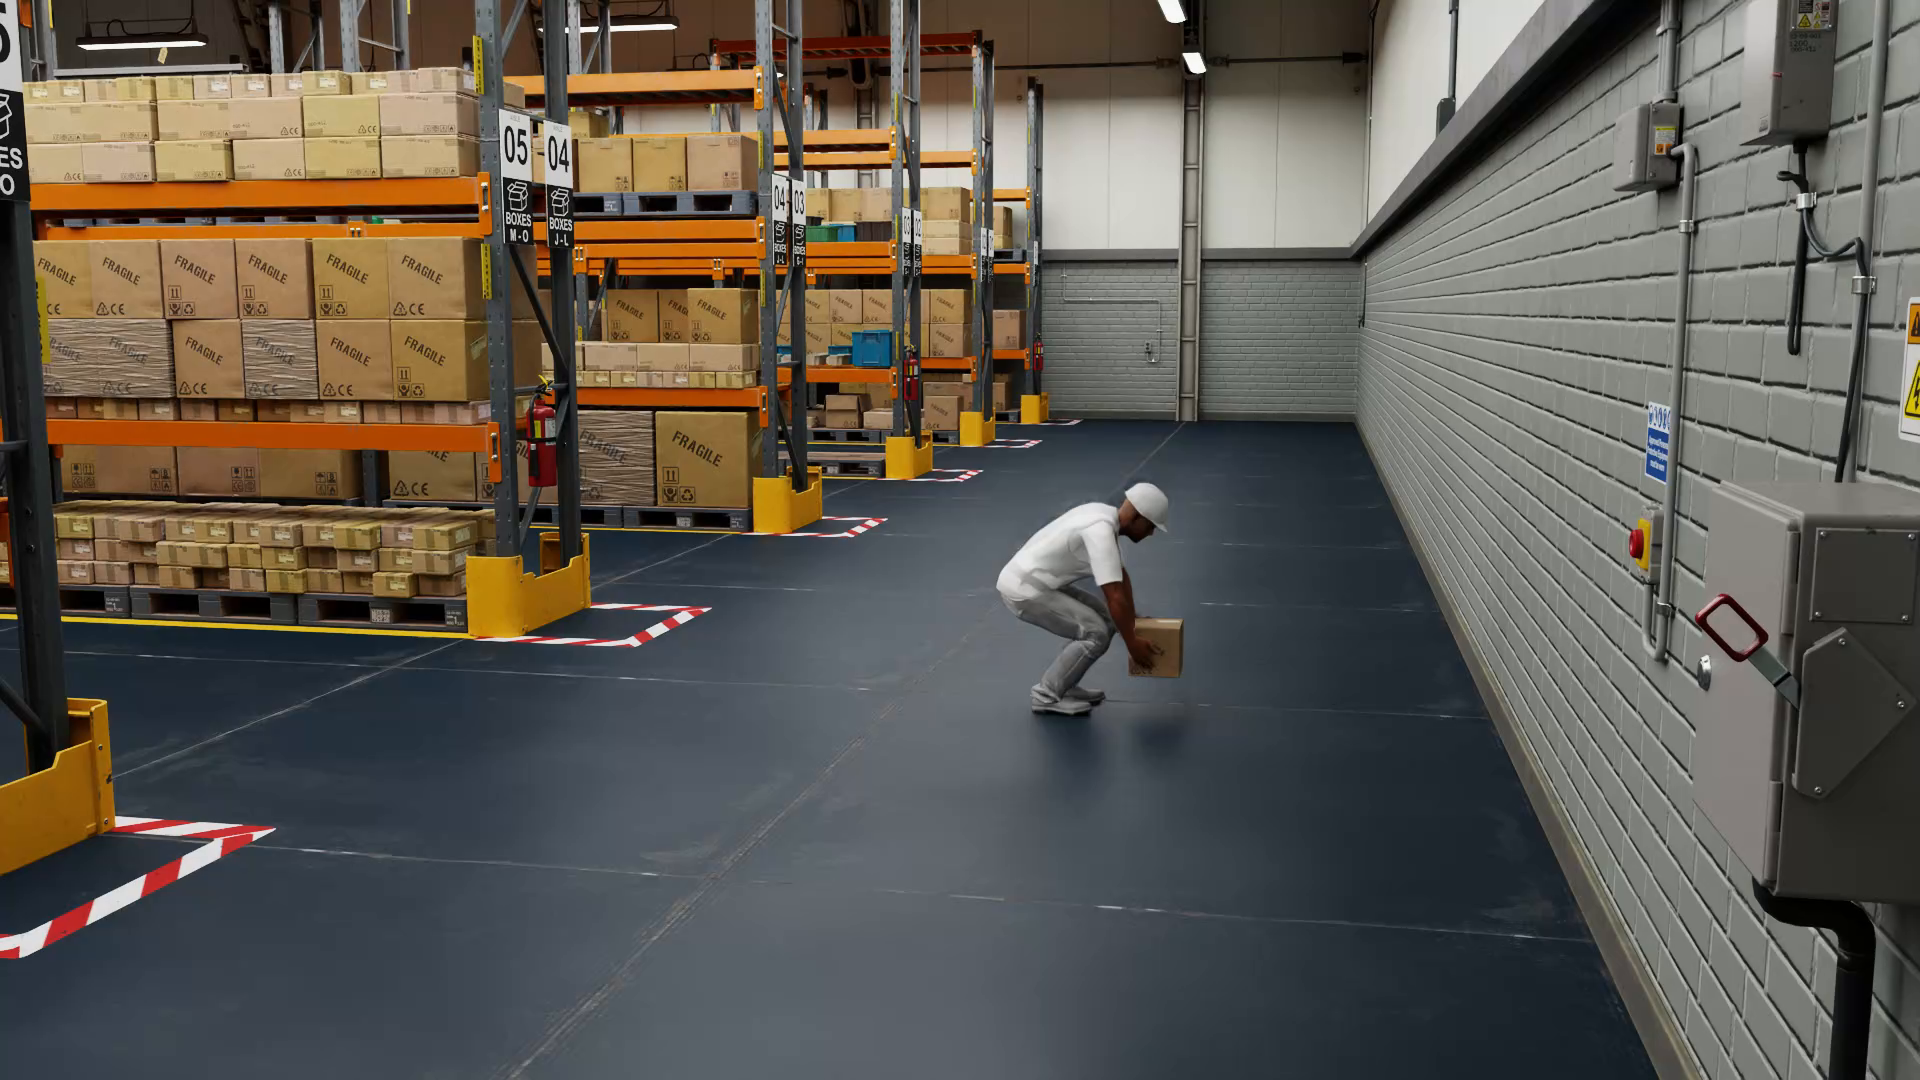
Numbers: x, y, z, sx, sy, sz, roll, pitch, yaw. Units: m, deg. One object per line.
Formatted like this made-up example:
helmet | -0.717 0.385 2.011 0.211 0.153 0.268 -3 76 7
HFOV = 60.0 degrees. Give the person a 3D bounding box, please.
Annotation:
person | 0.624 0.278 8.451 0.852 1.156 0.612 2 8 11
